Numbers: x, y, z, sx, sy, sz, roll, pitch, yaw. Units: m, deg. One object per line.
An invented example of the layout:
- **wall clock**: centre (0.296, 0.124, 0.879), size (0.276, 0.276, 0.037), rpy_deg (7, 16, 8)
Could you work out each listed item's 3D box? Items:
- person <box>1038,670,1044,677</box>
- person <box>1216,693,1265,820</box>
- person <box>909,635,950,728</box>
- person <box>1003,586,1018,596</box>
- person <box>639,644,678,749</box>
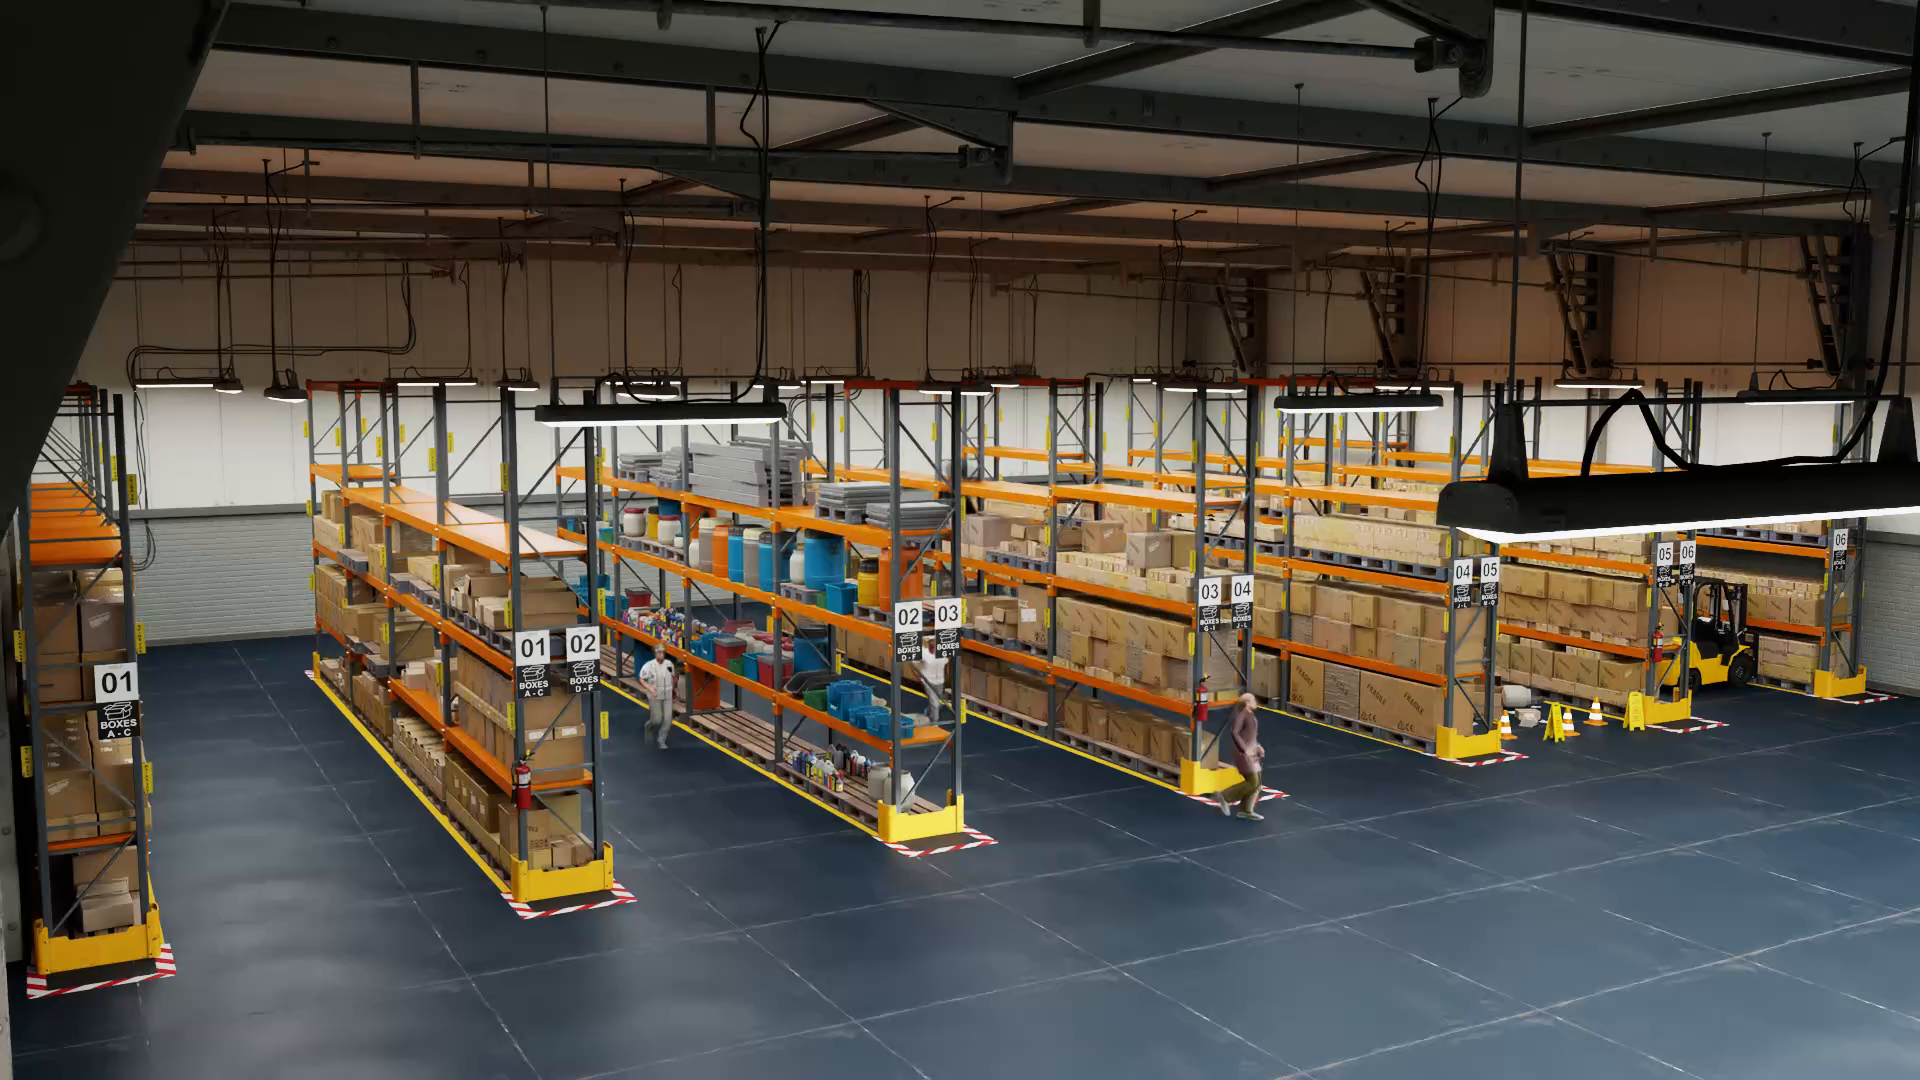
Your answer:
- **person**: centre (1.772, 2.118, 32.458), size (0.538, 1.557, 0.549), rpy_deg (-5, 8, -40)
- **person**: centre (3.959, 3.003, 23.274), size (0.656, 1.726, 0.740), rpy_deg (2, 6, 17)
- **person**: centre (-0.490, 2.446, 28.429), size (0.711, 1.762, 0.805), rpy_deg (-4, 7, -32)
- **person**: centre (1.428, 0.968, 42.805), size (0.765, 1.727, 0.579), rpy_deg (-3, 7, -26)
- **person**: centre (-4.952, 2.555, 27.391), size (0.649, 1.737, 0.595), rpy_deg (-4, 7, -34)
